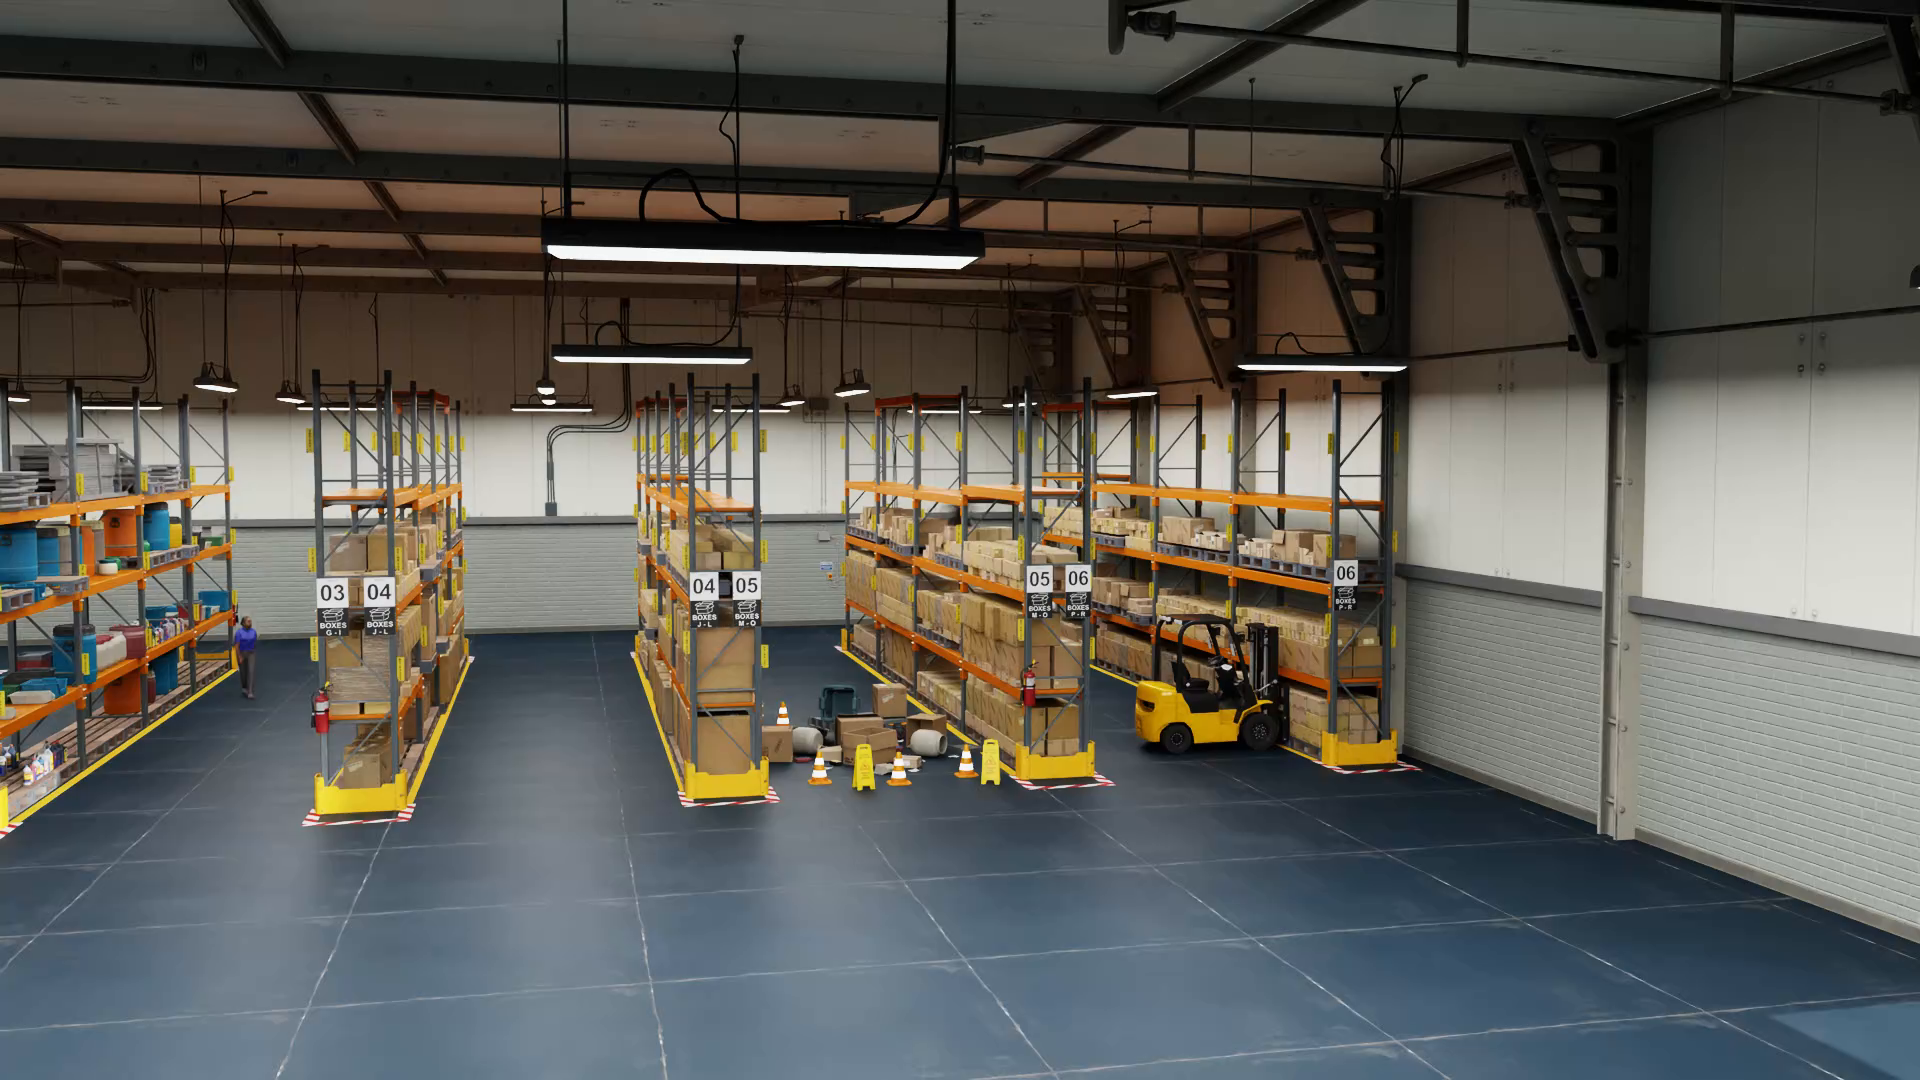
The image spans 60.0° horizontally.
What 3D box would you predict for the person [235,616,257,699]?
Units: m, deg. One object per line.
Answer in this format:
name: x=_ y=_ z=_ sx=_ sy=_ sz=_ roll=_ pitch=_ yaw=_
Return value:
person: x=-14.089 y=2.302 z=32.825 sx=0.397 sy=1.612 sz=0.959 roll=-1 pitch=3 yaw=-18
